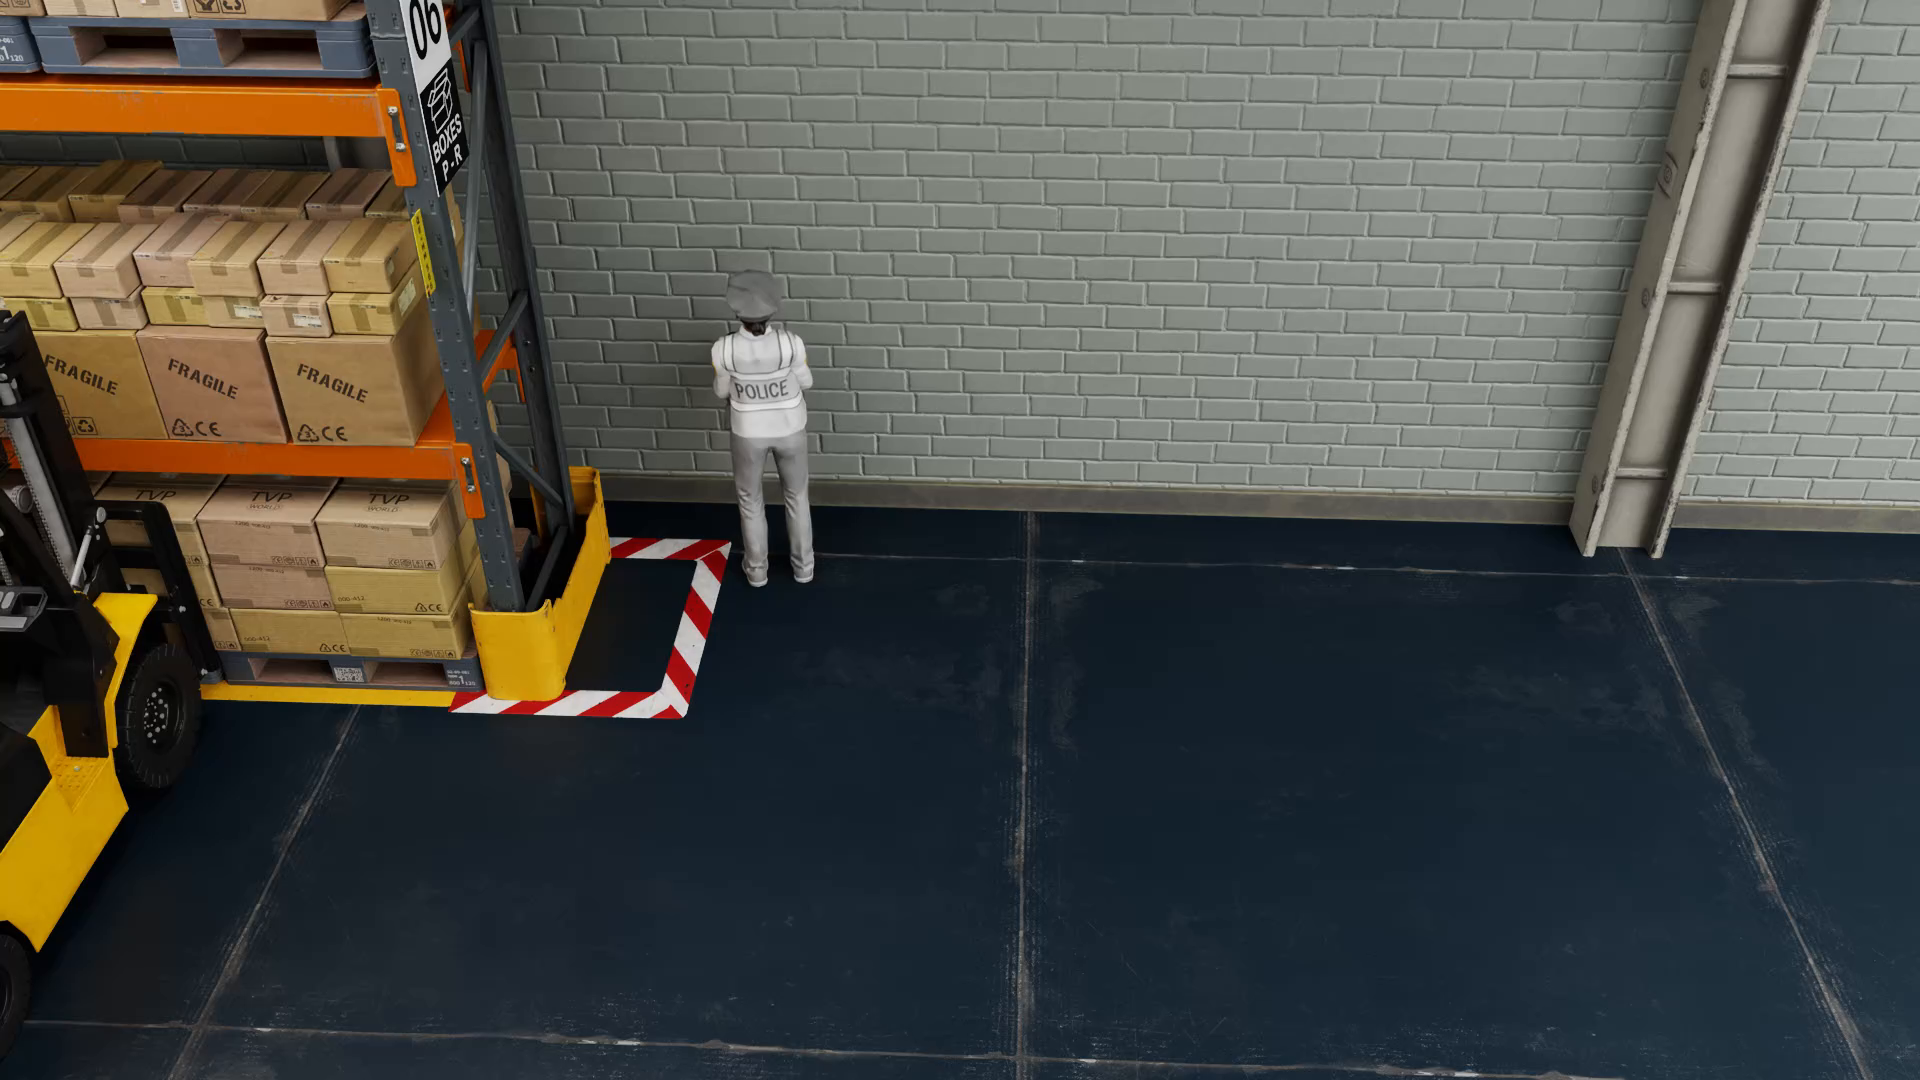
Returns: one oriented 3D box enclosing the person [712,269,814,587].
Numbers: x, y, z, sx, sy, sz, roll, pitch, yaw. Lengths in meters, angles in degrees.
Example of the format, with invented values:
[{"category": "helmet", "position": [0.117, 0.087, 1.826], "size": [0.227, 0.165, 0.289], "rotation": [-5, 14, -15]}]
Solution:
[{"category": "person", "position": [-0.914, -0.549, 7.852], "size": [0.459, 1.686, 0.556], "rotation": [-5, 36, -7]}]
